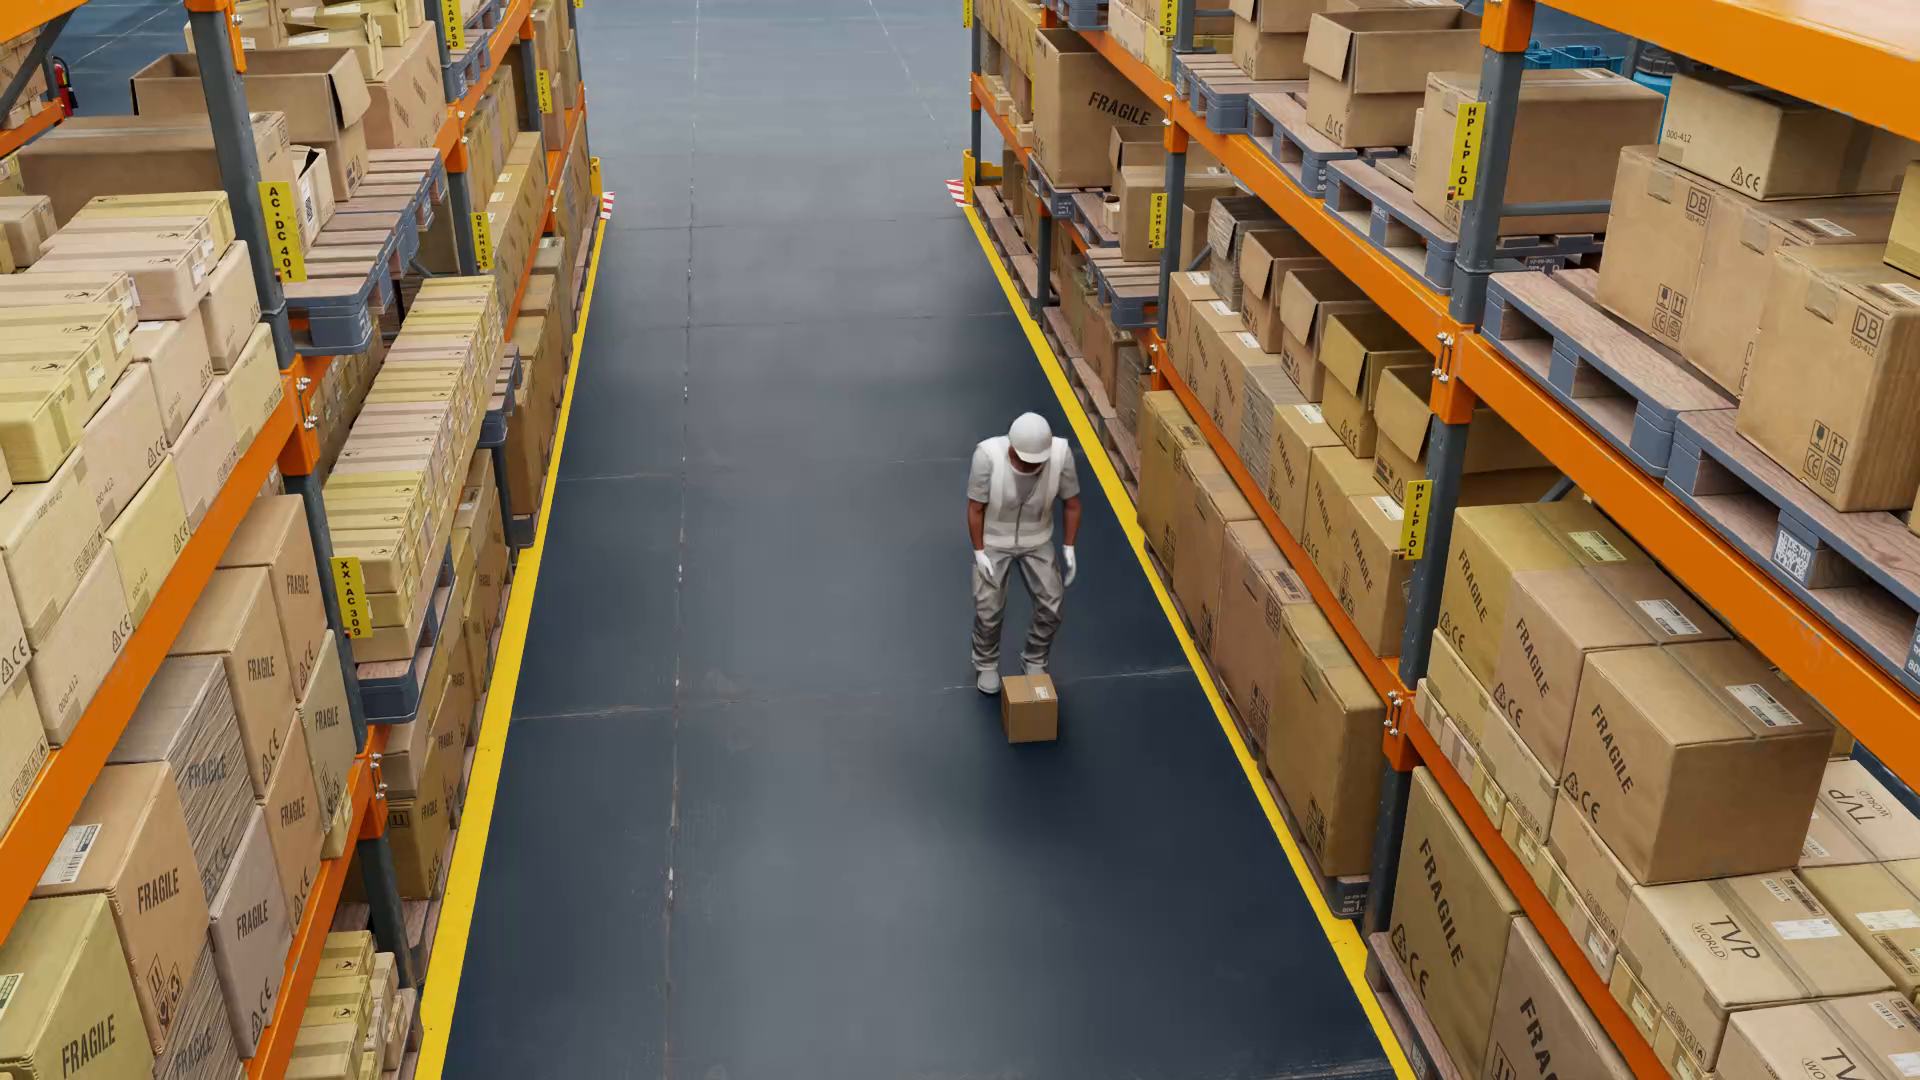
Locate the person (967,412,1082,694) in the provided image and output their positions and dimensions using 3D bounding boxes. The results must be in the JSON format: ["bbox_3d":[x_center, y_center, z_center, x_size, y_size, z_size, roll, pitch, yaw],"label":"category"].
[{"bbox_3d":[0.328,0.038,8.677,0.592,1.644,0.582,-3,27,-6],"label":"person"}]
